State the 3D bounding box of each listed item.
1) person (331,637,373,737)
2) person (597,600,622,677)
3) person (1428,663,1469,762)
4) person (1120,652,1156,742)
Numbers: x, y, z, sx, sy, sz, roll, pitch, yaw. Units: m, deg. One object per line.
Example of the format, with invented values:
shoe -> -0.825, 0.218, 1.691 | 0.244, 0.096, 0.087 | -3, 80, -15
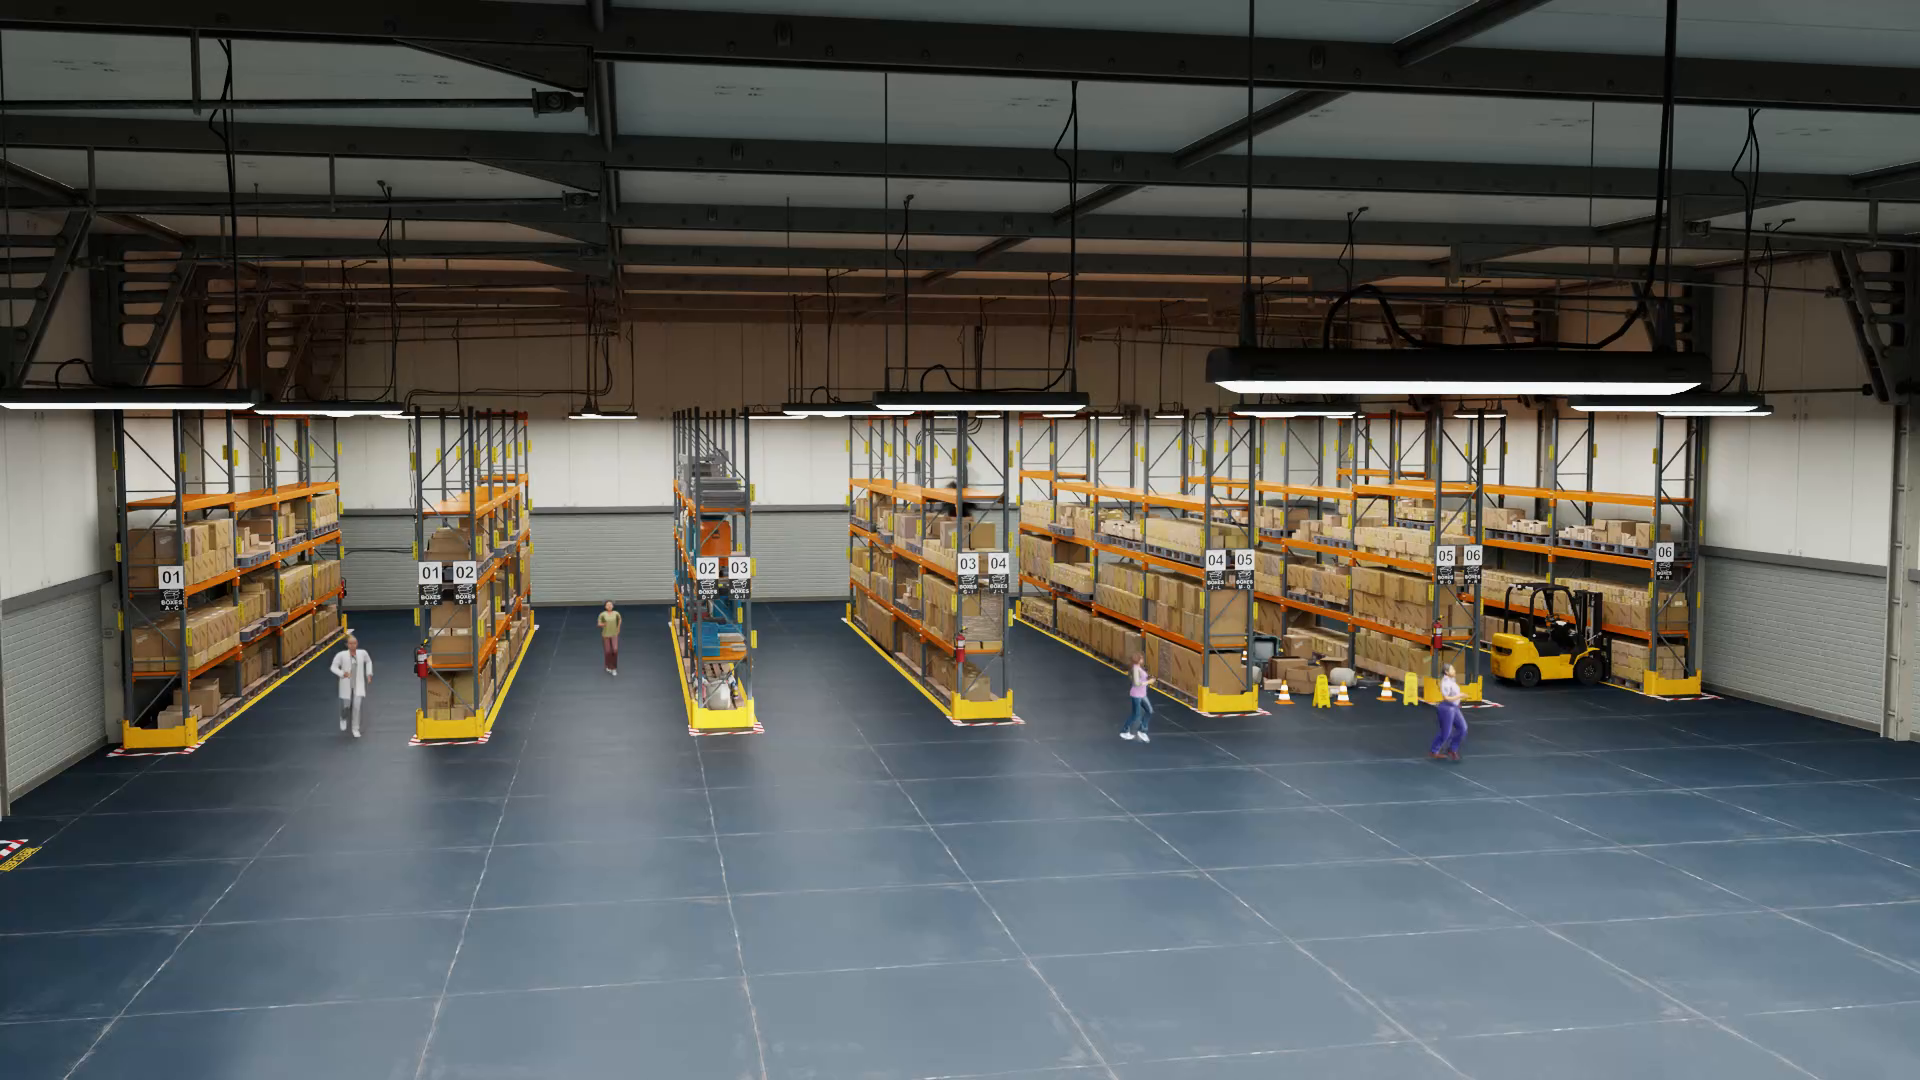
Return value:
person -> -11.134, 2.663, 30.464 | 0.741, 1.784, 0.958 | -2, 5, -28
person -> -7.924, 2.210, 37.634 | 0.559, 1.717, 0.698 | -1, 4, -16
person -> 8.257, 2.921, 28.029 | 0.673, 1.691, 0.582 | 3, 5, 33
person -> 3.192, 2.814, 29.687 | 0.656, 1.635, 0.514 | 1, 4, 20
